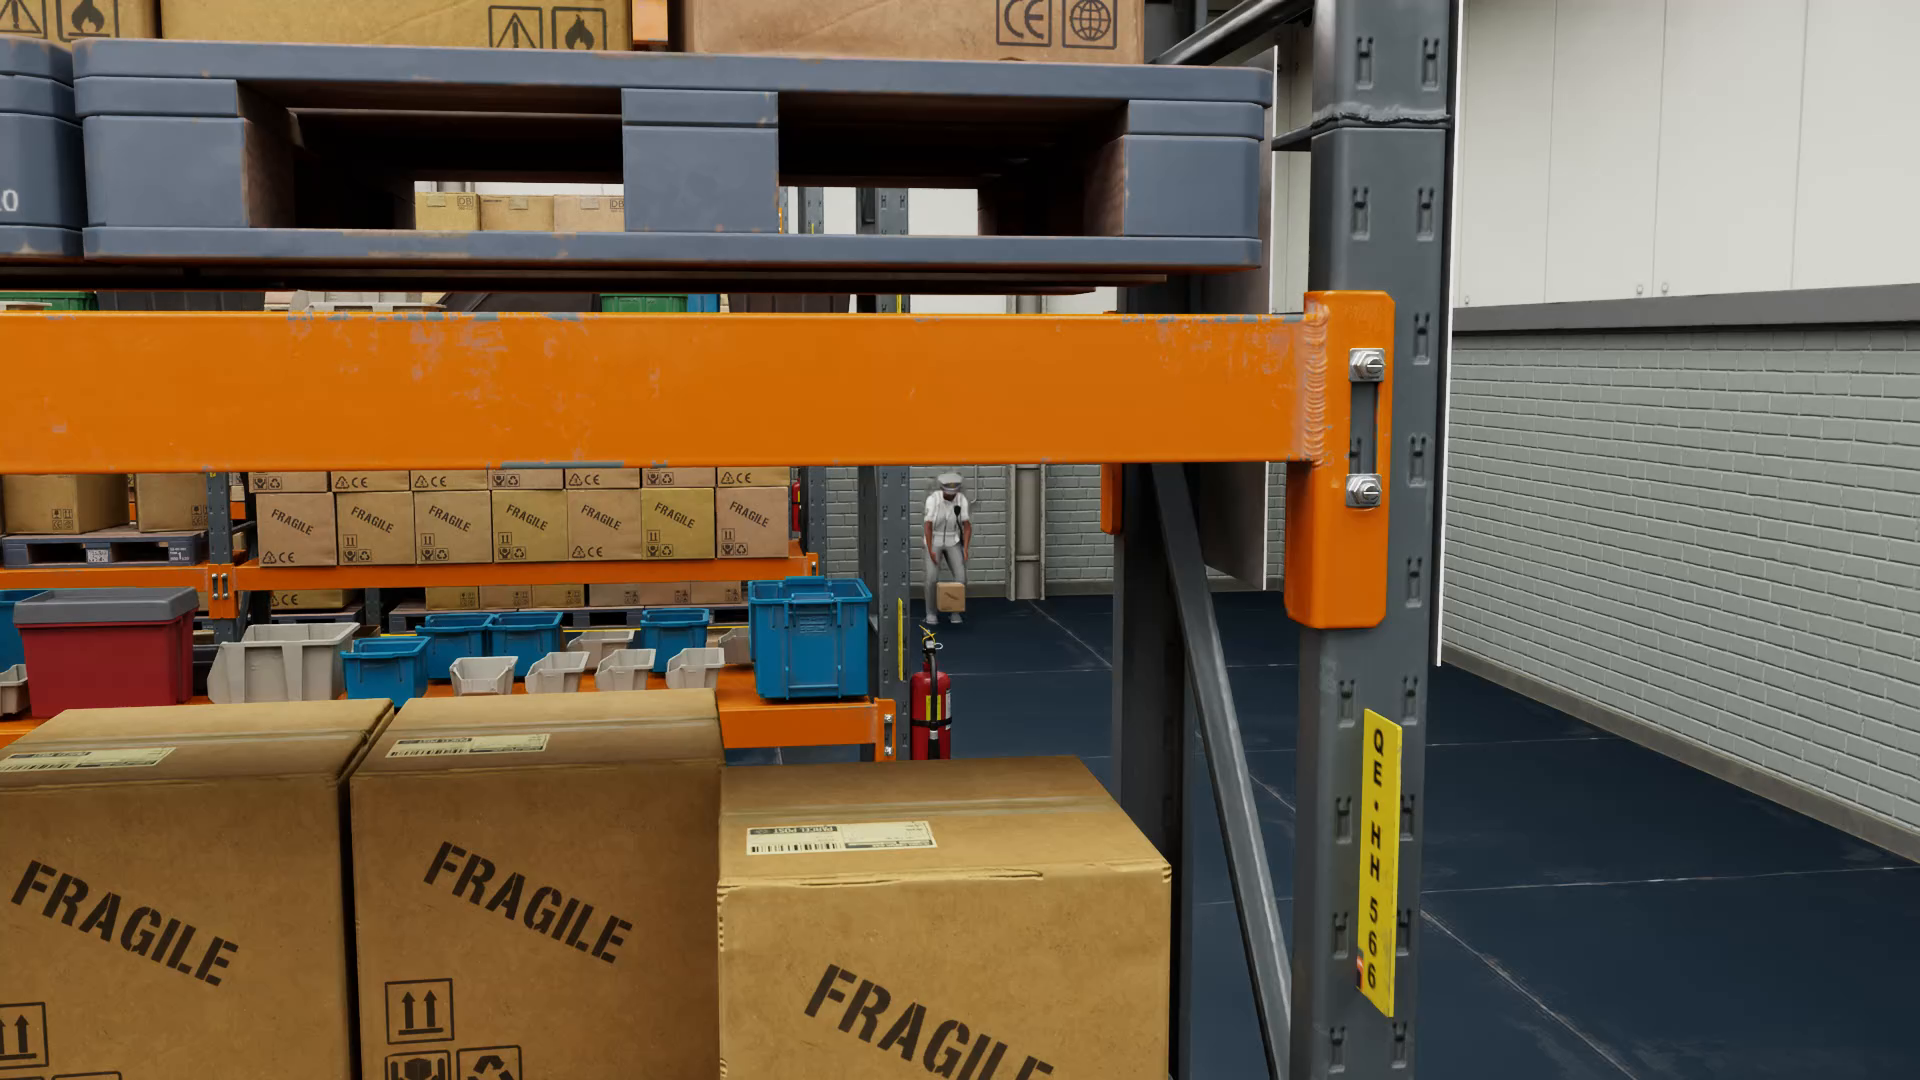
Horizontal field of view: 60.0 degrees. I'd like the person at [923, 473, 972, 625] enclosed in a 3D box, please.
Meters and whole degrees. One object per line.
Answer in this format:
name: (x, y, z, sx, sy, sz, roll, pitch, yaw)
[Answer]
person: (-4.452, 0.558, 11.287, 10.565, 1.846, 10.303, -1, 7, -8)
